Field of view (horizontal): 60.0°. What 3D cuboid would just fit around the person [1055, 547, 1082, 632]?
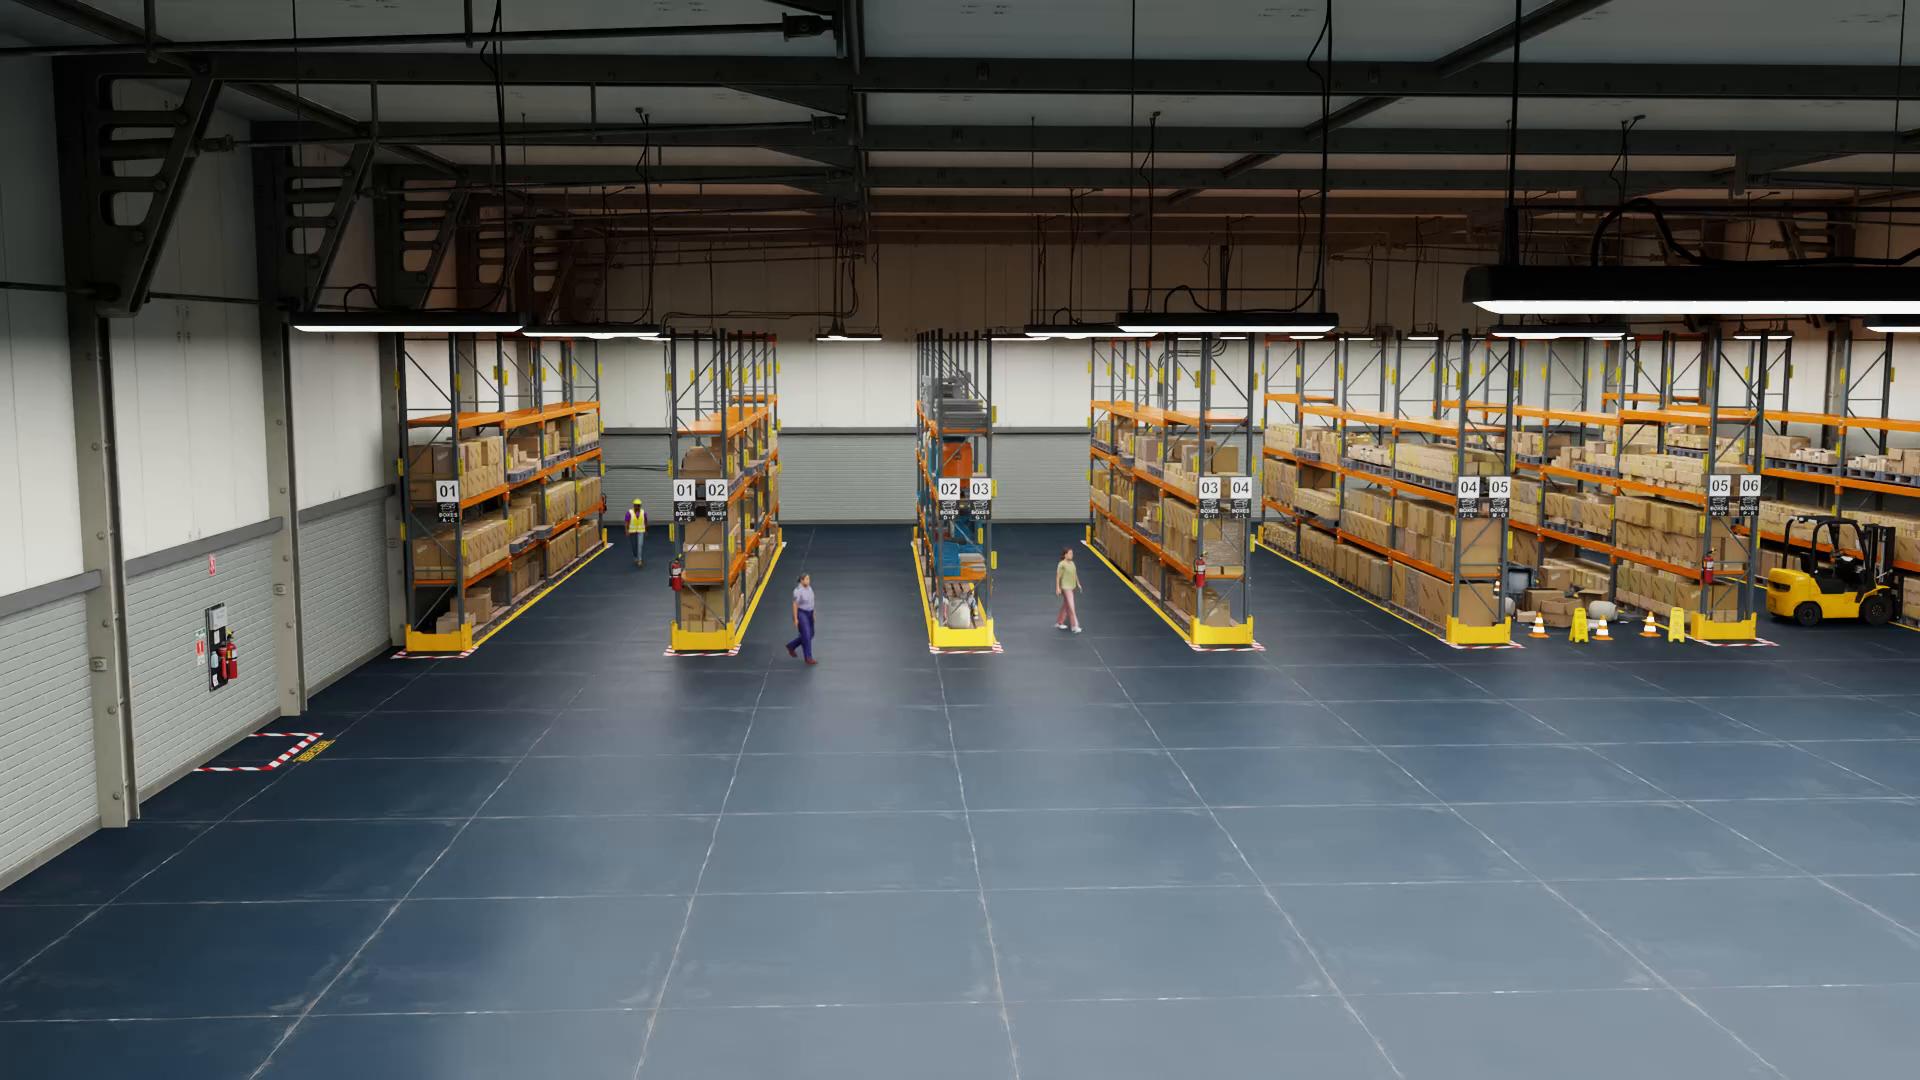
[{"bbox_3d":[2.223,0.980,33.218,0.820,1.644,0.514,5,9,39],"label":"person"}]

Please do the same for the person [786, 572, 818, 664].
[{"bbox_3d":[-2.827,1.382,29.942,0.803,1.618,0.529,4,8,28],"label":"person"}]

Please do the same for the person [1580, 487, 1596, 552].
[{"bbox_3d":[17.289,-0.569,45.781,0.588,1.755,0.567,-5,8,-35],"label":"person"}]

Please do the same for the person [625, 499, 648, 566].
[{"bbox_3d":[-8.387,-0.202,43.046,0.564,1.712,1.093,-1,7,-6],"label":"person"}]
